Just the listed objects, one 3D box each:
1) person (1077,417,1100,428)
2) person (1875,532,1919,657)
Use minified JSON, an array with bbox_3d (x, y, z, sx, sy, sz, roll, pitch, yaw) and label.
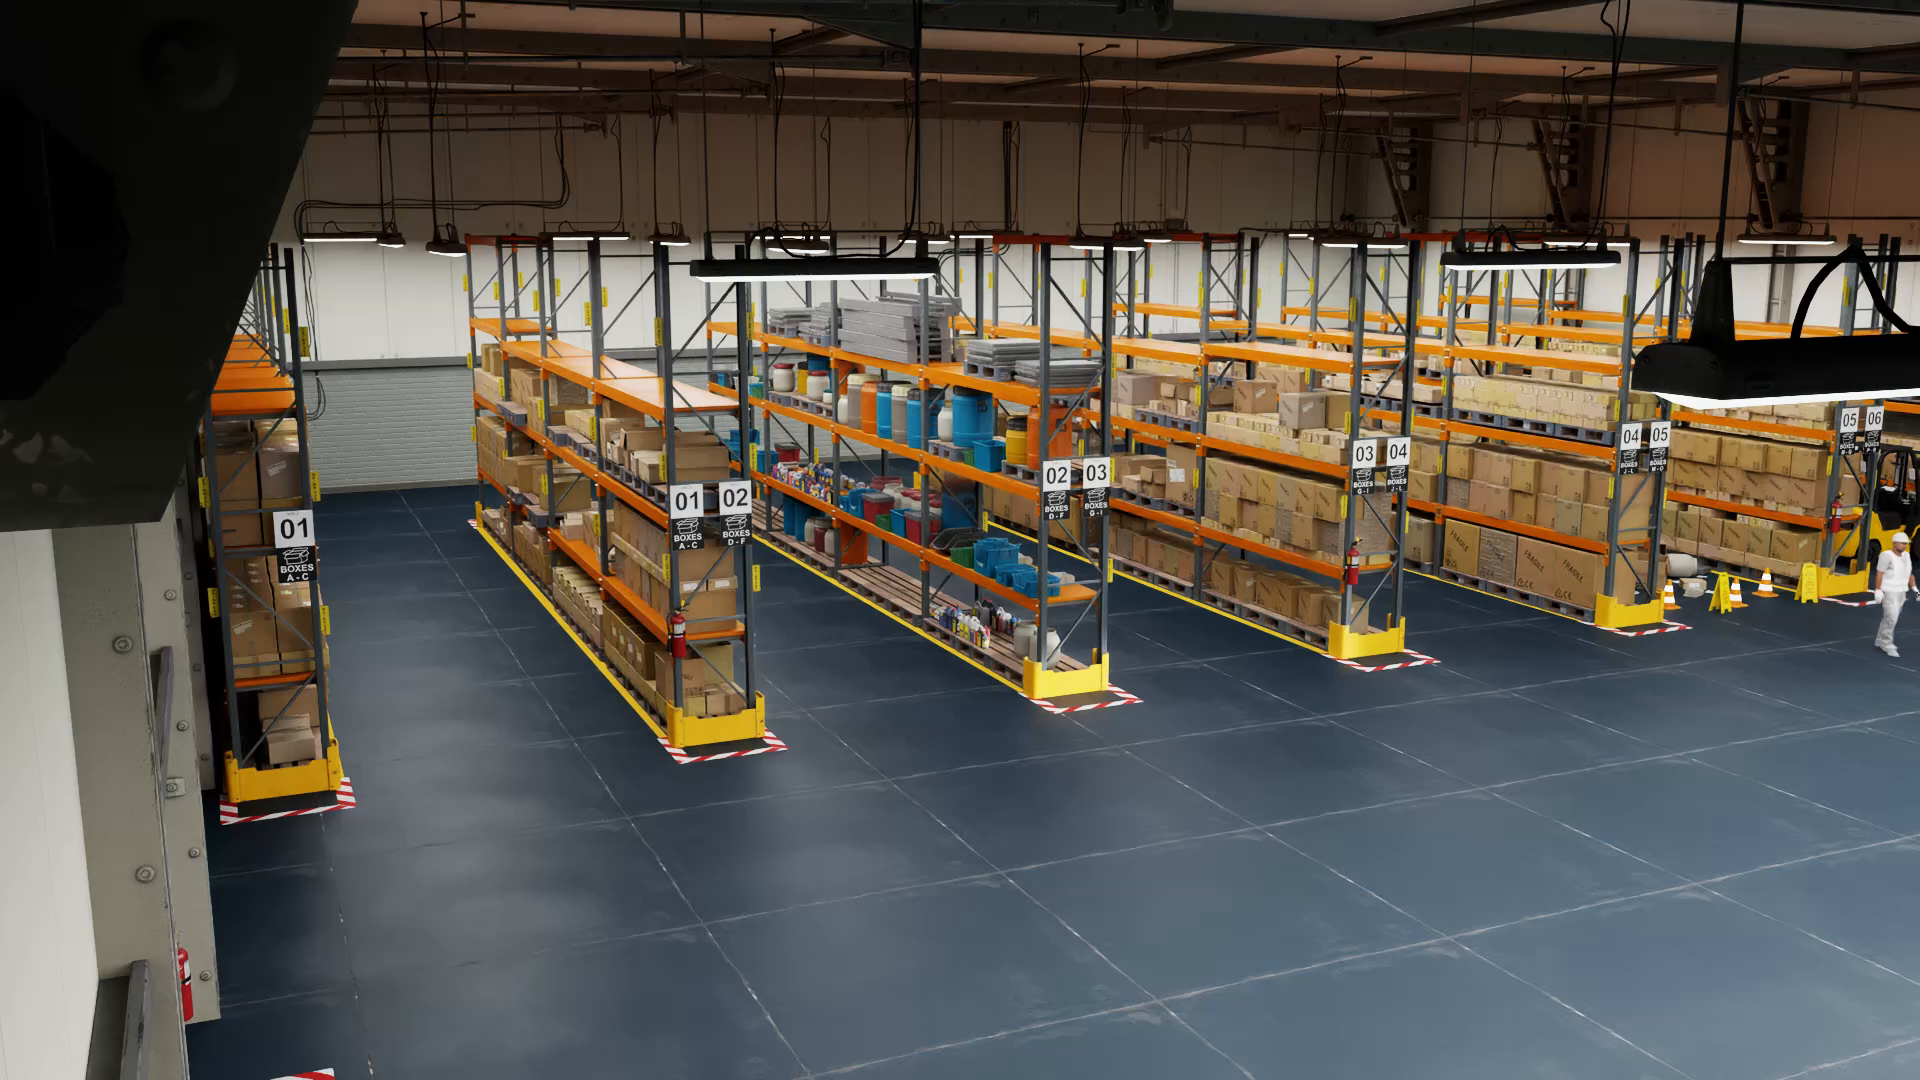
[{"bbox_3d":[3.299,-2.804,42.961,0.596,1.696,1.095,2,11,11],"label":"person"},{"bbox_3d":[13.771,0.796,24.462,0.601,1.847,0.526,-5,12,-23],"label":"person"}]
